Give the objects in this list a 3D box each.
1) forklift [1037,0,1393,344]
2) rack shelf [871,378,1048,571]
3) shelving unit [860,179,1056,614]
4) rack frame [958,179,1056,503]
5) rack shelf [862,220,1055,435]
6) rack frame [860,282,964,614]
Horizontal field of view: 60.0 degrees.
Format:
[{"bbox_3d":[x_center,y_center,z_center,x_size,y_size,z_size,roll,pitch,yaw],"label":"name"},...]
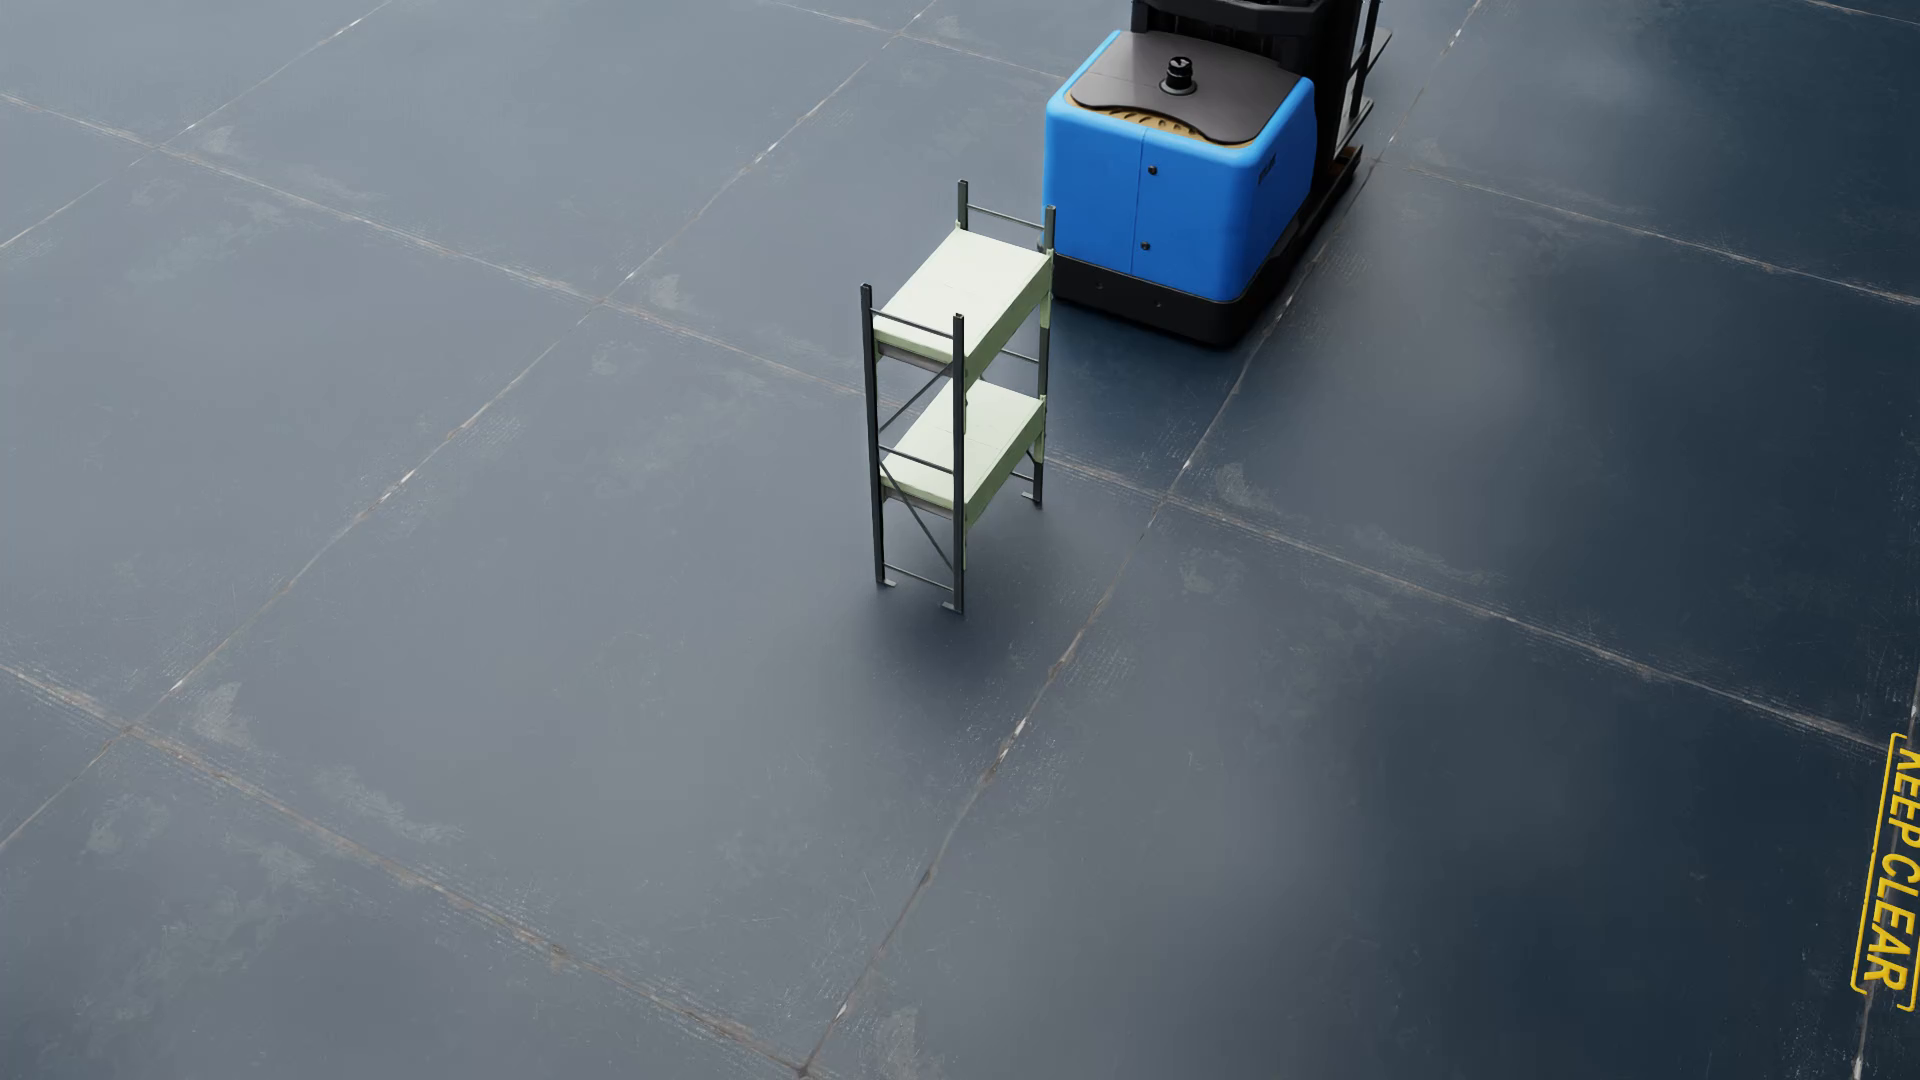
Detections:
[{"bbox_3d":[1.506,-3.003,7.937,1.130,2.935,3.031,21,49,19],"label":"forklift"},{"bbox_3d":[0.003,-0.302,6.733,0.431,0.370,0.720,20,49,19],"label":"rack shelf"},{"bbox_3d":[0.003,-0.531,6.501,0.431,1.500,0.755,20,49,19],"label":"shelving unit"},{"bbox_3d":[0.173,-0.762,6.729,0.400,1.500,0.023,20,49,19],"label":"rack frame"},{"bbox_3d":[0.003,-0.806,6.223,0.431,0.370,0.720,20,49,19],"label":"rack shelf"},{"bbox_3d":[-0.167,-0.301,6.273,0.400,1.500,0.023,20,49,19],"label":"rack frame"}]
